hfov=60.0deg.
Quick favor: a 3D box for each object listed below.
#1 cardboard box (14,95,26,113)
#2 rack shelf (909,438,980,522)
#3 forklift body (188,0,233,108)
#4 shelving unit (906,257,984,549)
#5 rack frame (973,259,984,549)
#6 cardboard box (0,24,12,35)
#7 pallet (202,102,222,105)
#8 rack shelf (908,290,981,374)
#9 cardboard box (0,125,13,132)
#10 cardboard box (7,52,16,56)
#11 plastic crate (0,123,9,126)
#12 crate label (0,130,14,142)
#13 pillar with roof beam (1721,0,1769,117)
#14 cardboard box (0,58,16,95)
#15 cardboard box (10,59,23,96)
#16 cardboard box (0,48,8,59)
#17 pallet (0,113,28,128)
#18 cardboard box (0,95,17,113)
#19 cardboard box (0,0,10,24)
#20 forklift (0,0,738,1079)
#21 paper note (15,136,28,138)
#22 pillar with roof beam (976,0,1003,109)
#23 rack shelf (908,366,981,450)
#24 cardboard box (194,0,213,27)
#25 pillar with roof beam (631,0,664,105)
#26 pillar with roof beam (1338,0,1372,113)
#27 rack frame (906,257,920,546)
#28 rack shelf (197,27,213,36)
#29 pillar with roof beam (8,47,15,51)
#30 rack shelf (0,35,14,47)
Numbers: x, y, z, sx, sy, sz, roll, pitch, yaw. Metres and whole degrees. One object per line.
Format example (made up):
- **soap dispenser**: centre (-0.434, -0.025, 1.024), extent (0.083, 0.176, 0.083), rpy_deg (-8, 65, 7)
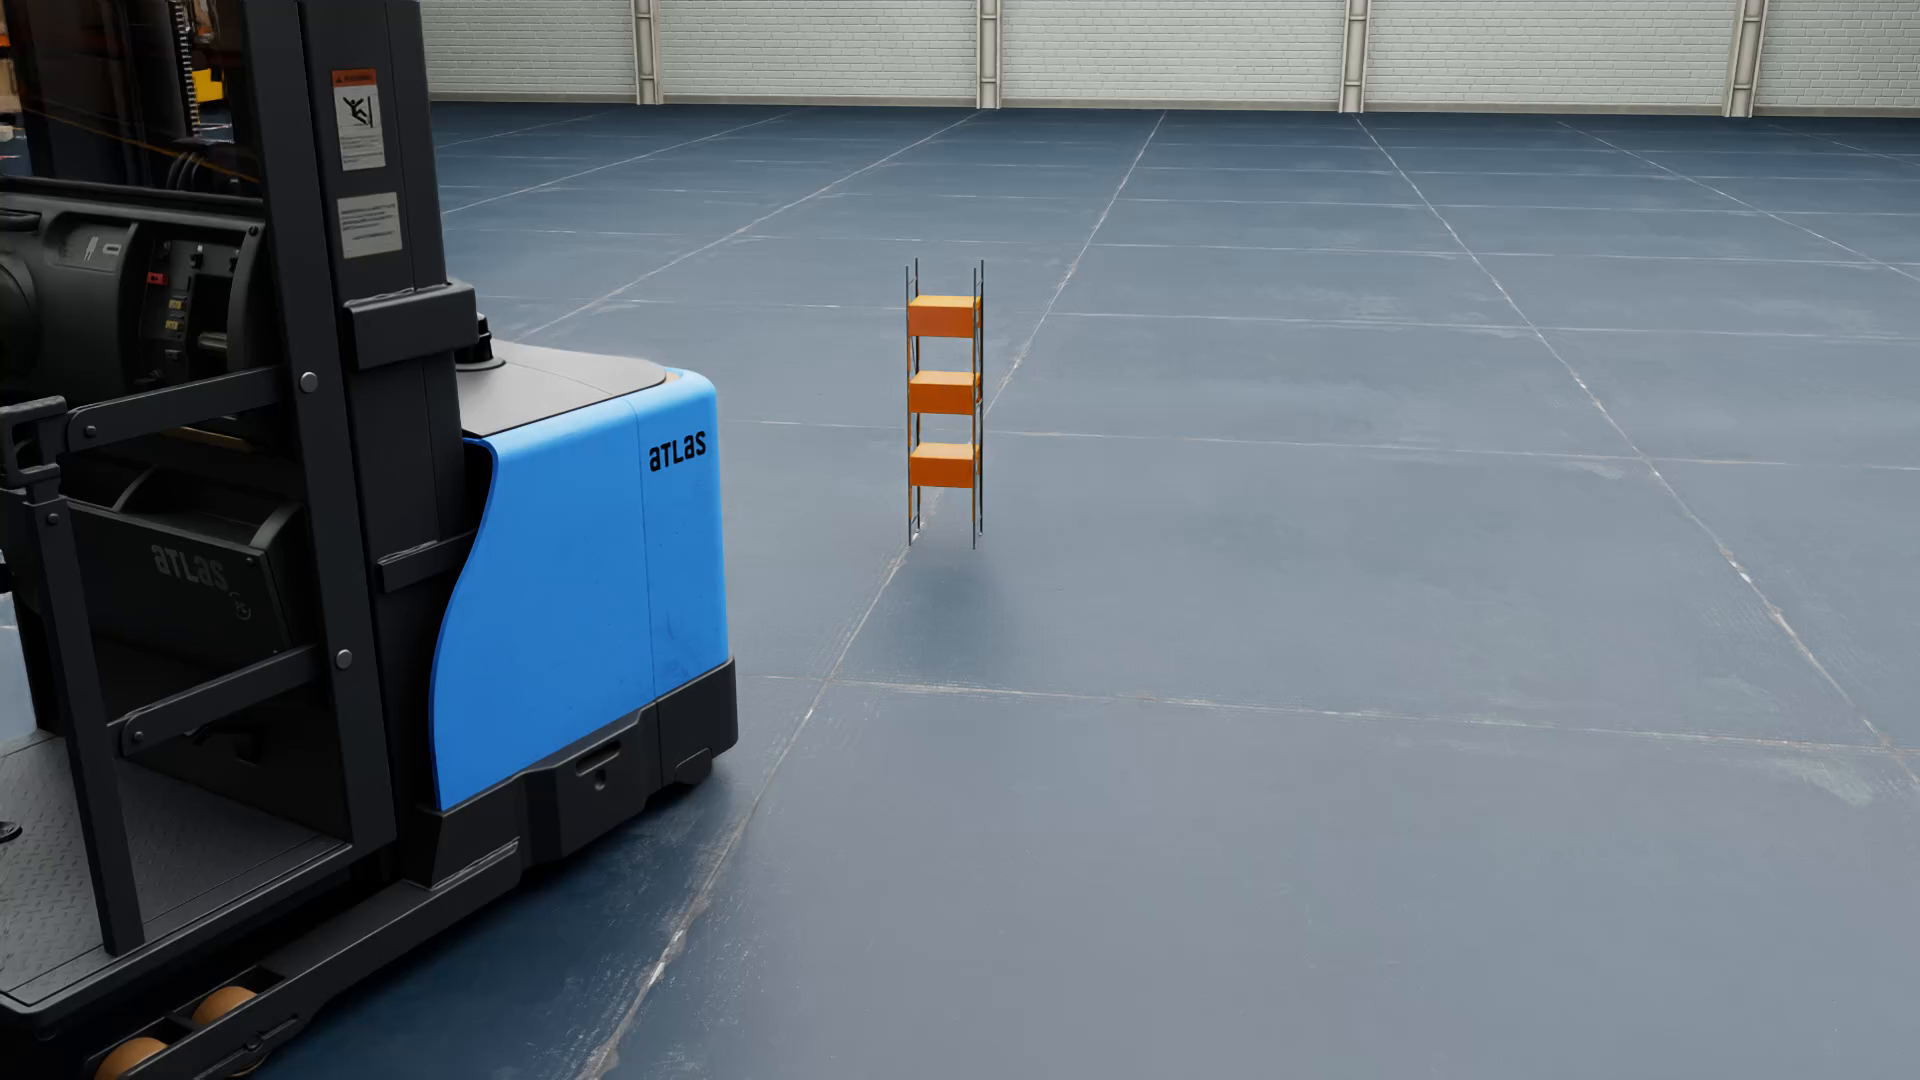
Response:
- **cardboard box**: centre (-13.459, -6.403, 24.383), extent (0.500, 0.250, 0.500), rpy_deg (2, 19, 7)
- **rack shelf**: centre (-0.053, -0.227, 6.236), extent (0.240, 0.259, 0.215), rpy_deg (3, 19, 9)
- **forklift body**: centre (-12.968, -8.175, 27.345), extent (1.214, 2.155, 2.313), rpy_deg (3, 19, 9)
- **shelving unit**: centre (-0.053, -0.501, 6.145), extent (0.252, 1.050, 0.215), rpy_deg (3, 19, 9)
- **rack frame**: centre (0.068, -0.494, 6.126), extent (0.008, 1.050, 0.200), rpy_deg (3, 19, 9)
- **cardboard box**: centre (-13.765, -7.393, 24.066), extent (0.250, 0.149, 0.380), rpy_deg (3, 19, 8)
- **pallet**: centre (-12.769, -7.819, 29.337), extent (1.213, 0.211, 1.003), rpy_deg (3, 19, 9)
- **rack shelf**: centre (-0.053, -0.760, 6.058), extent (0.240, 0.259, 0.215), rpy_deg (3, 19, 9)
- **cardboard box**: centre (-13.204, -5.579, 22.743), extent (0.250, 0.149, 0.380), rpy_deg (14, 23, 37)
- **cardboard box**: centre (-16.781, -8.429, 29.848), extent (0.625, 0.625, 0.875), rpy_deg (2, 19, 6)
- **plastic crate**: centre (-14.120, -5.979, 24.046), extent (0.583, 0.080, 0.402), rpy_deg (-3, 19, -10)
- **crate label**: centre (-12.846, -5.413, 22.266), extent (0.298, 0.136, 0.250), rpy_deg (-7, 20, -20)
- **pillar with roof beam**: centre (11.662, -9.659, 20.989), extent (0.400, 9.000, 9.100), rpy_deg (3, 19, 9)
- **cardboard box**: centre (-13.958, -6.786, 24.347), extent (0.500, 0.500, 0.500), rpy_deg (4, 19, 12)
- **cardboard box**: centre (-13.436, -6.760, 24.270), extent (0.500, 0.500, 0.500), rpy_deg (2, 19, 7)
- **cardboard box**: centre (-14.112, -7.081, 24.205), extent (0.250, 0.149, 0.380), rpy_deg (4, 19, 12)
- **pallet**: centre (-13.663, -6.294, 24.780), extent (1.213, 0.211, 1.003), rpy_deg (3, 19, 9)
- **cardboard box**: centre (-13.947, -6.431, 24.468), extent (0.500, 0.250, 0.500), rpy_deg (3, 19, 8)
- **cardboard box**: centre (-13.654, -7.712, 23.998), extent (0.500, 0.500, 0.500), rpy_deg (3, 19, 9)
- **forklift**: centre (-1.785, -0.470, 3.088), extent (1.130, 2.935, 3.031), rpy_deg (11, 21, 29)
- **paper note**: centre (-12.839, -5.514, 22.735), extent (0.142, 0.019, 0.148), rpy_deg (-3, 19, -10)
- **pillar with roof beam**: centre (-0.186, -10.263, 22.794), extent (0.400, 9.000, 9.100), rpy_deg (3, 19, 9)
- **rack shelf**: centre (-0.053, -0.491, 6.148), extent (0.240, 0.259, 0.215), rpy_deg (3, 19, 9)
- **cardboard box**: centre (-12.849, -9.120, 28.674), extent (0.500, 0.500, 0.500), rpy_deg (3, 19, 9)
- **pillar with roof beam**: centre (-6.110, -10.565, 23.697), extent (0.400, 9.000, 9.100), rpy_deg (3, 19, 9)
- **pillar with roof beam**: centre (5.738, -9.961, 21.892), extent (0.400, 9.000, 9.100), rpy_deg (3, 19, 9)
- **rack frame**: centre (-0.173, -0.507, 6.163), extent (0.008, 1.050, 0.200), rpy_deg (3, 19, 9)
- **rack shelf**: centre (-12.781, -8.813, 29.048), extent (4.000, 0.370, 1.077), rpy_deg (3, 19, 9)
- **pillar with roof beam**: centre (-17.958, -11.169, 25.502), extent (0.400, 9.000, 9.100), rpy_deg (3, 19, 9)
- **rack shelf**: centre (-13.565, -7.258, 24.400), extent (4.000, 0.370, 1.077), rpy_deg (3, 19, 9)
